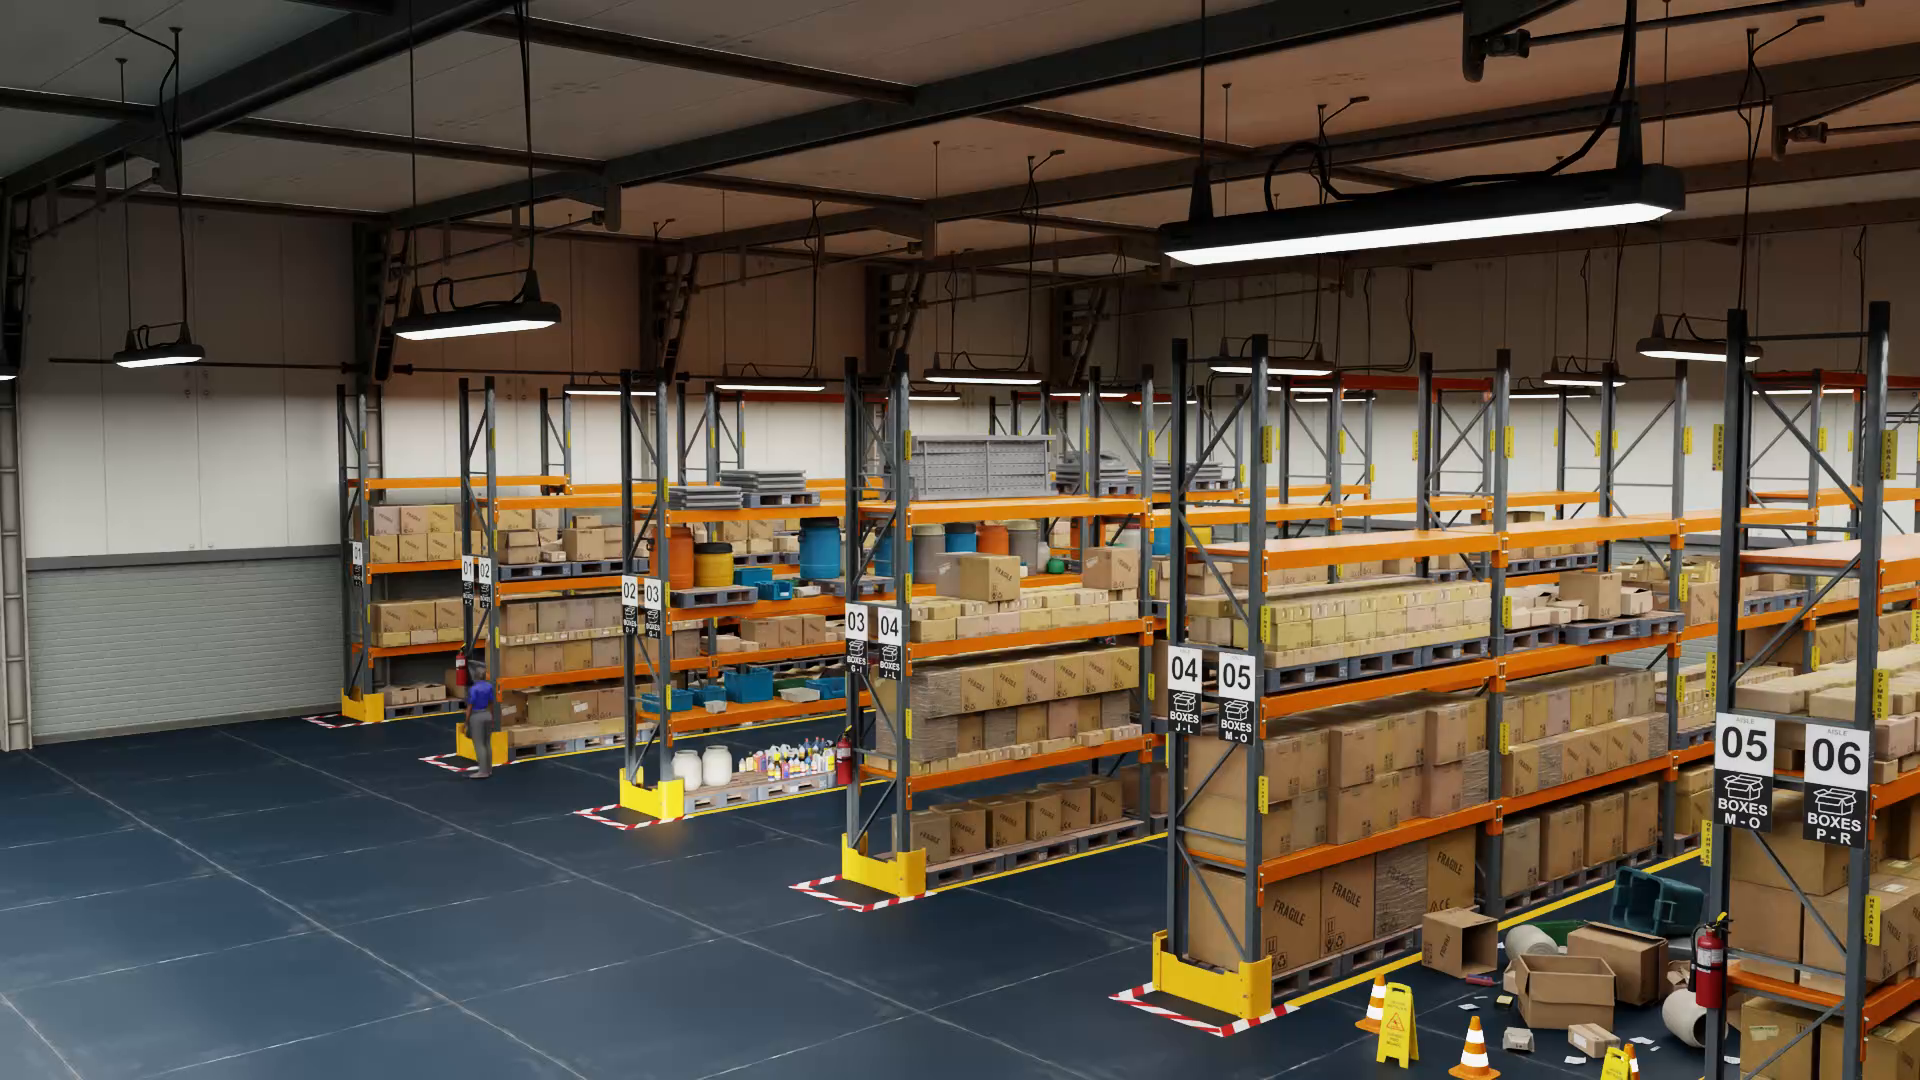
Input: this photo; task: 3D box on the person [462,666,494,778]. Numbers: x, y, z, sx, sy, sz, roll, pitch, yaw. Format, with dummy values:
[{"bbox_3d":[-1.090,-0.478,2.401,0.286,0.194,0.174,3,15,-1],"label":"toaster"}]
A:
[{"bbox_3d":[-7.152,2.720,24.772,0.345,1.686,0.506,2,4,25],"label":"person"}]
